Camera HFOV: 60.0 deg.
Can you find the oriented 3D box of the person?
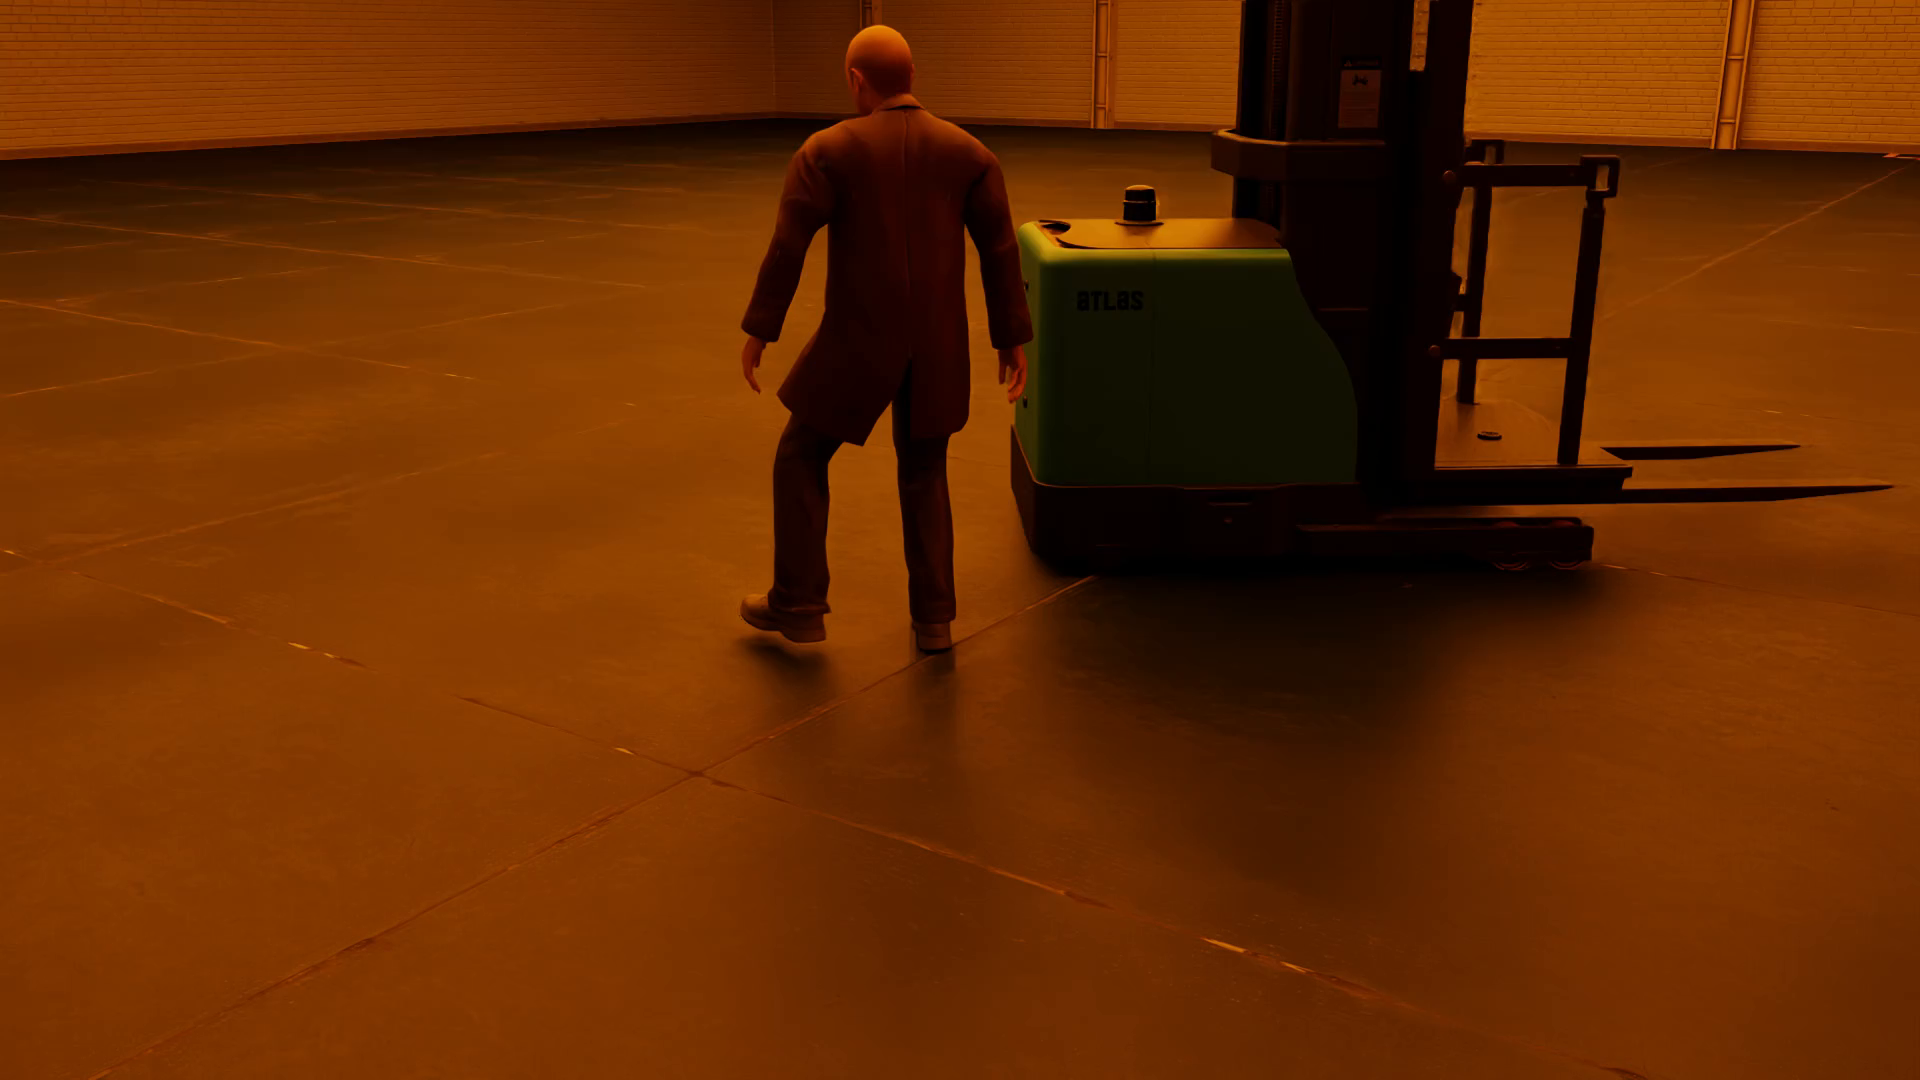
[{"bbox_3d":[-0.211,-0.555,4.753,0.832,1.752,0.440,-6,18,-19],"label":"person"}]

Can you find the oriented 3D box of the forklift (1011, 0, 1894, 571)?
[{"bbox_3d":[1.731,-1.450,5.683,3.031,2.935,1.130,-1,17,-3],"label":"forklift"}]
